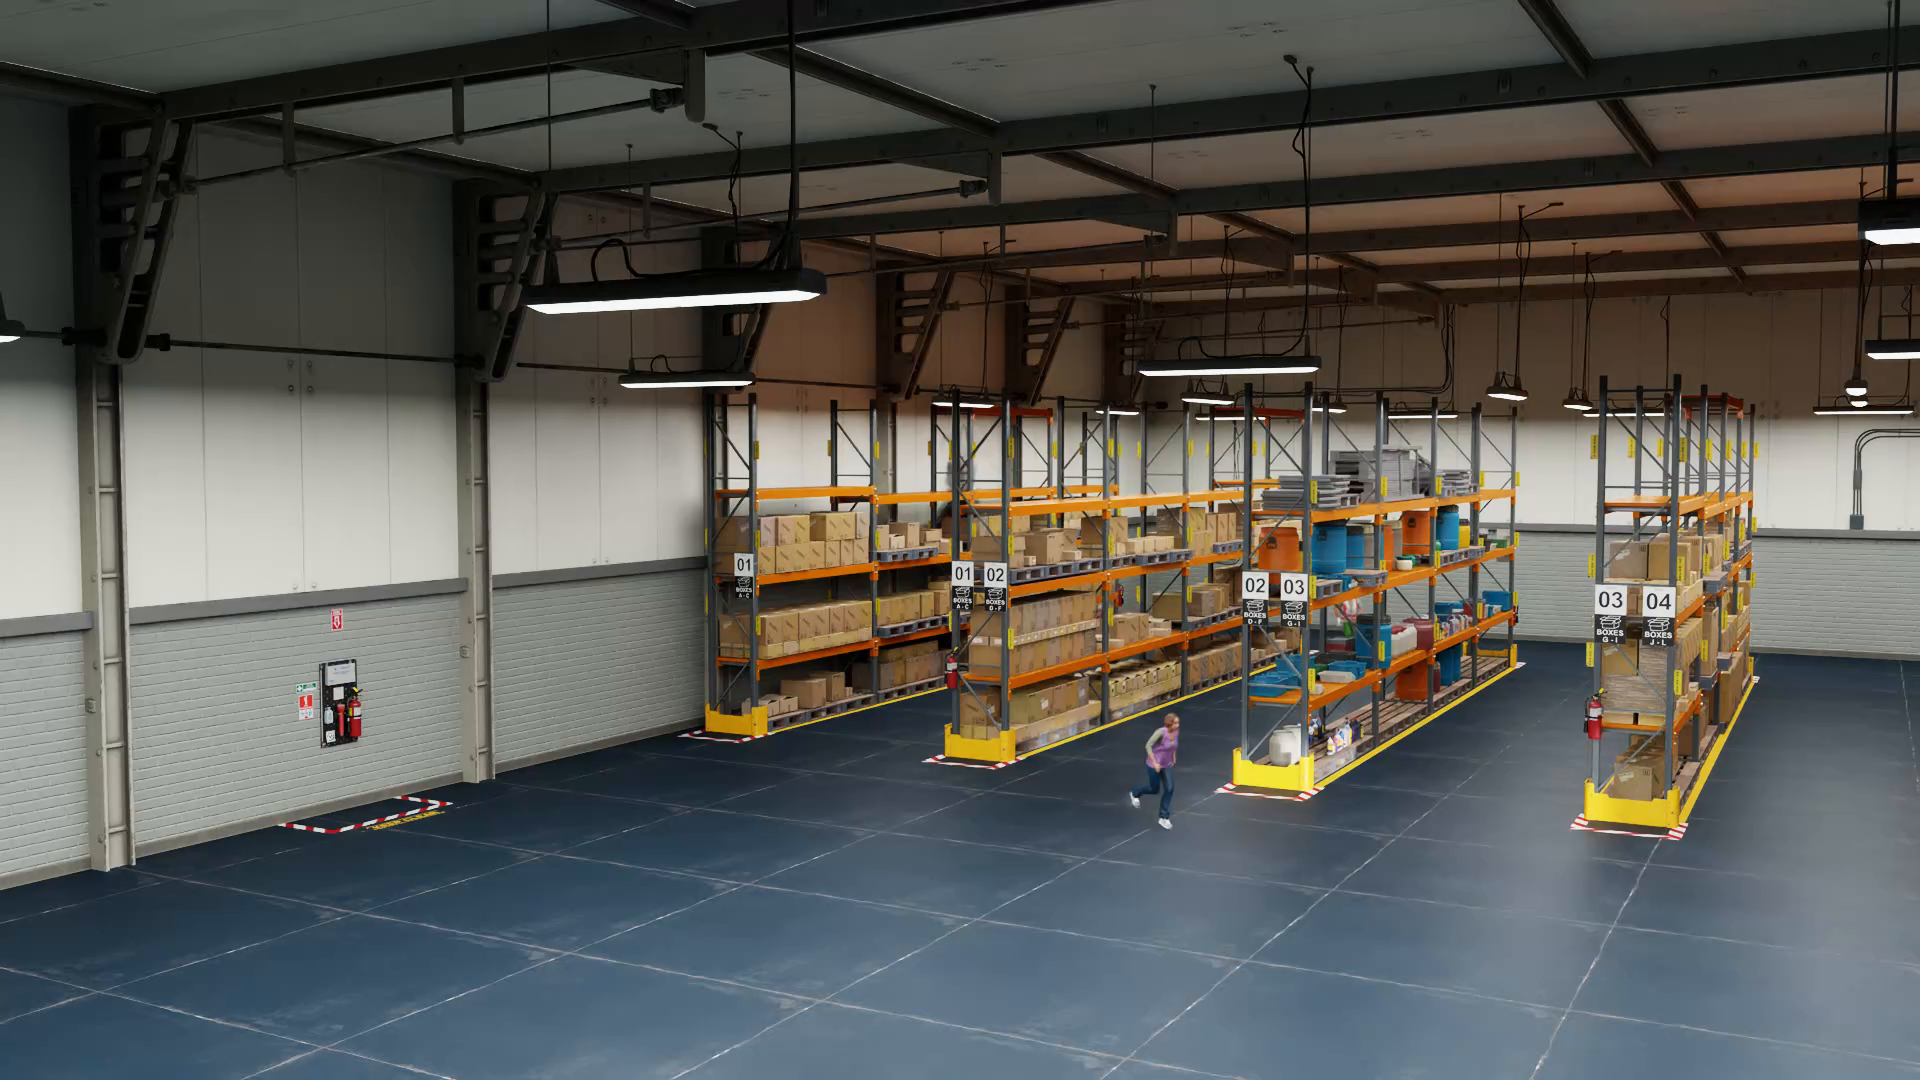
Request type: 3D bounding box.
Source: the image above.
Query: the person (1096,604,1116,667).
[{"bbox_3d":[3.185,2.233,35.989,0.711,1.712,0.867,2,3,28],"label":"person"}]

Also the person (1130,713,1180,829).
[{"bbox_3d":[2.619,3.102,22.328,0.549,1.447,0.866,-3,4,-42],"label":"person"}]

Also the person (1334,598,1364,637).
[{"bbox_3d":[9.330,1.987,39.818,0.697,1.760,0.687,0,3,-2],"label":"person"}]
